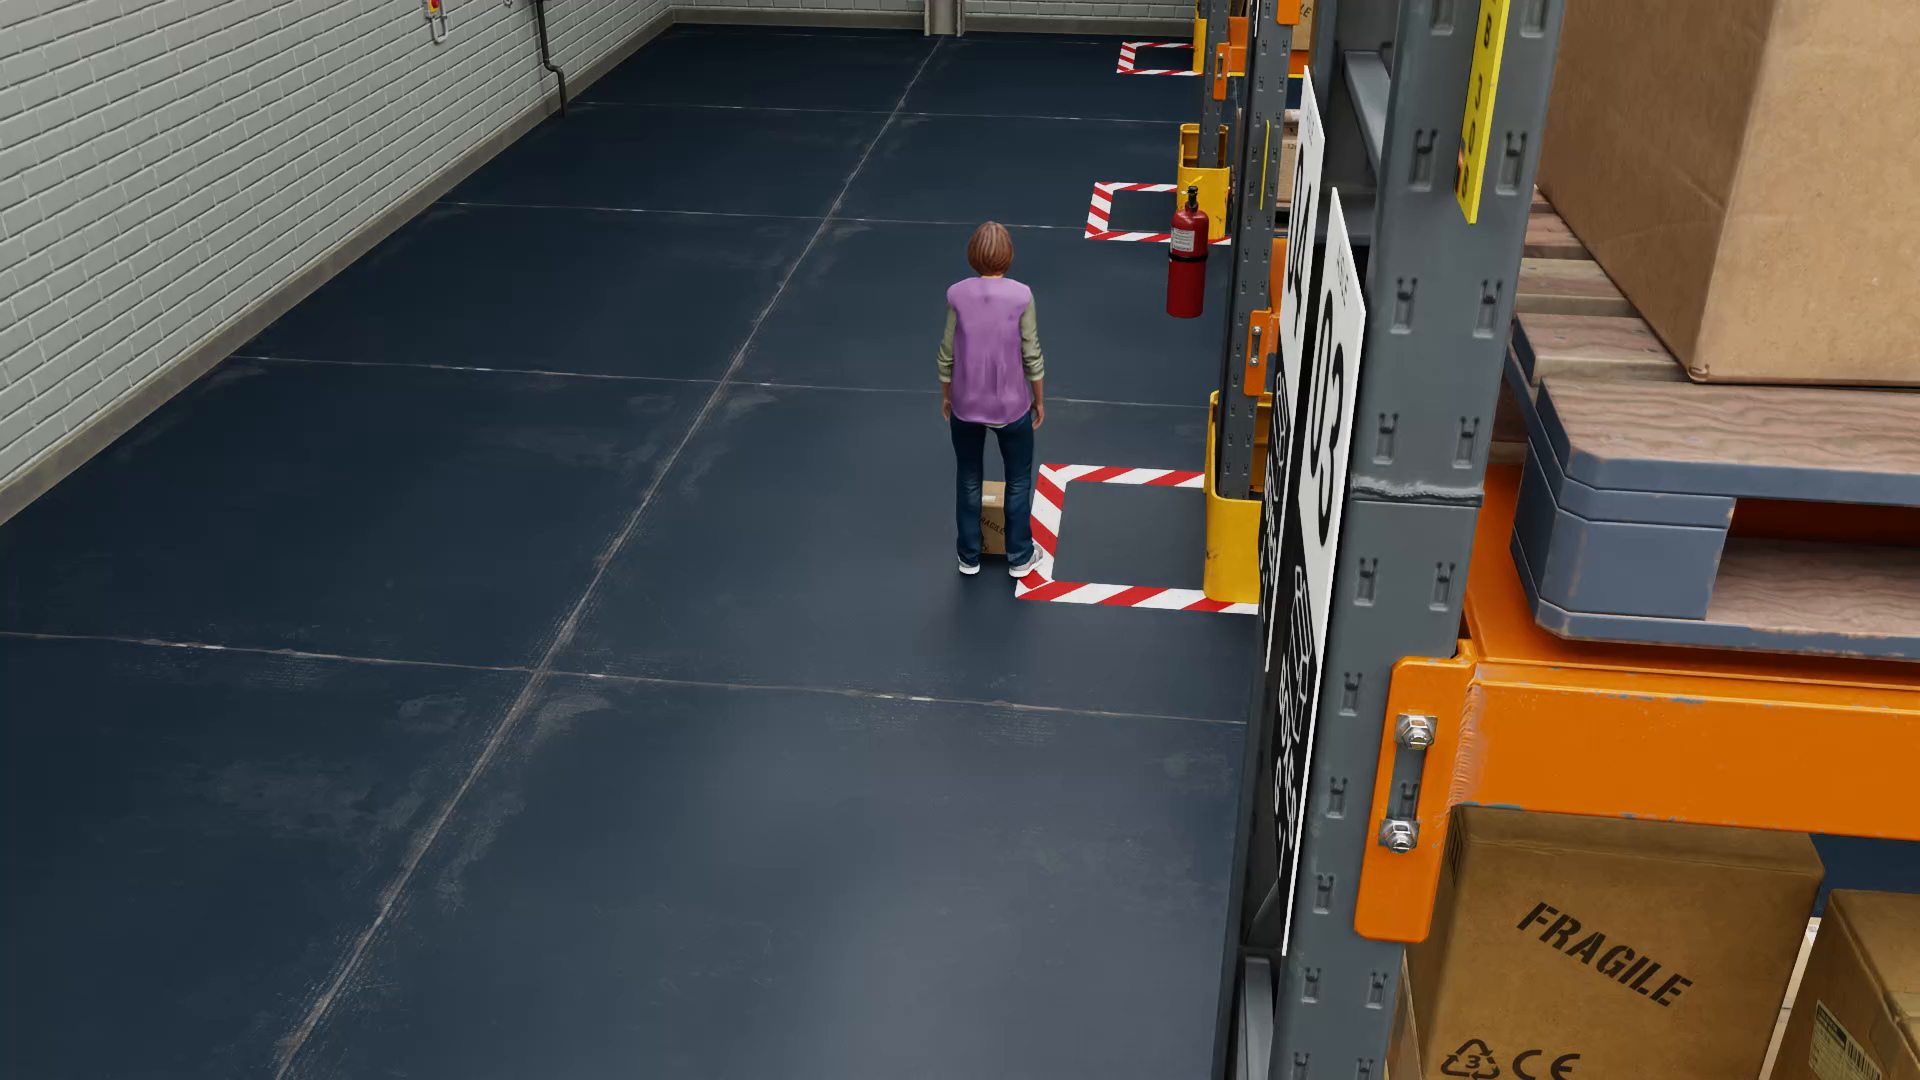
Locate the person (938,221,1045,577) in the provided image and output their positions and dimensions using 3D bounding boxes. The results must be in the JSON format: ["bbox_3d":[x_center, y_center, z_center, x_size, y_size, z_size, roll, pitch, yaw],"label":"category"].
[{"bbox_3d":[0.136,-0.576,7.184,0.462,1.593,0.344,5,29,9],"label":"person"}]
